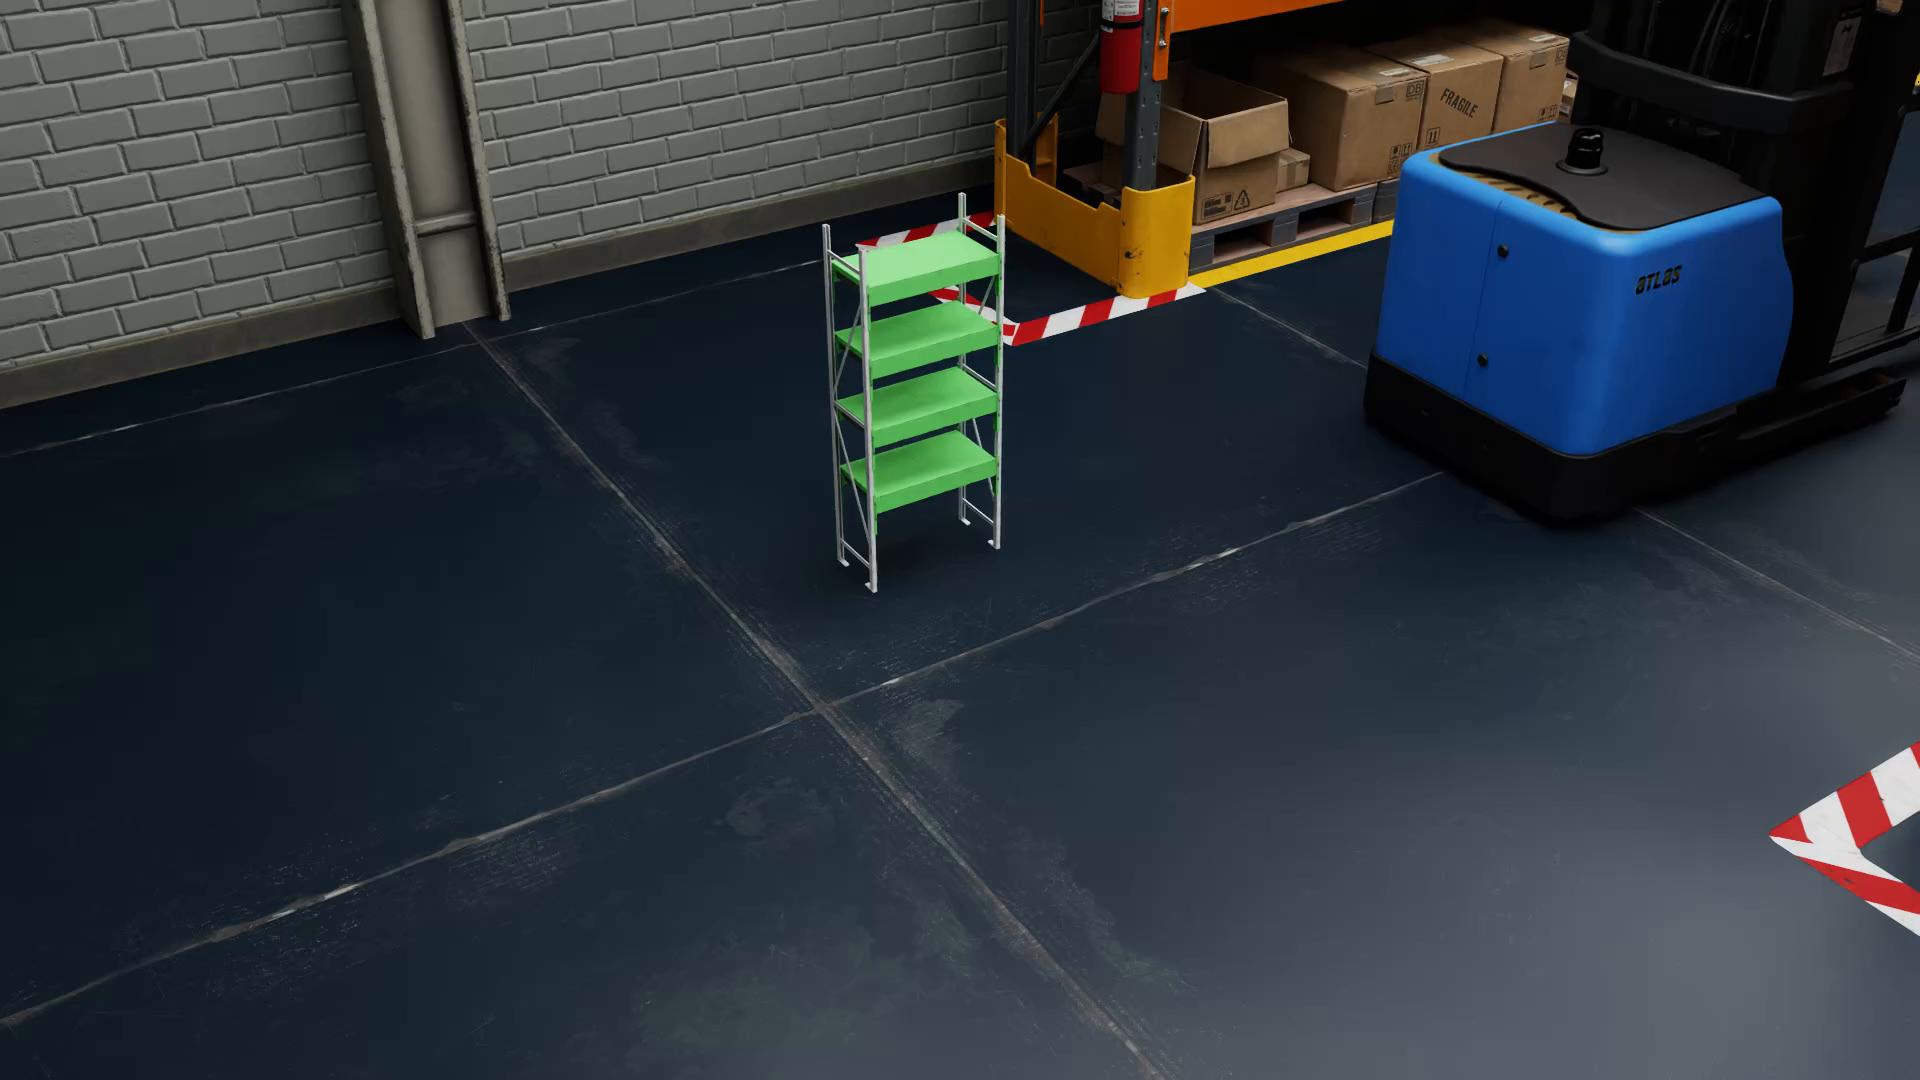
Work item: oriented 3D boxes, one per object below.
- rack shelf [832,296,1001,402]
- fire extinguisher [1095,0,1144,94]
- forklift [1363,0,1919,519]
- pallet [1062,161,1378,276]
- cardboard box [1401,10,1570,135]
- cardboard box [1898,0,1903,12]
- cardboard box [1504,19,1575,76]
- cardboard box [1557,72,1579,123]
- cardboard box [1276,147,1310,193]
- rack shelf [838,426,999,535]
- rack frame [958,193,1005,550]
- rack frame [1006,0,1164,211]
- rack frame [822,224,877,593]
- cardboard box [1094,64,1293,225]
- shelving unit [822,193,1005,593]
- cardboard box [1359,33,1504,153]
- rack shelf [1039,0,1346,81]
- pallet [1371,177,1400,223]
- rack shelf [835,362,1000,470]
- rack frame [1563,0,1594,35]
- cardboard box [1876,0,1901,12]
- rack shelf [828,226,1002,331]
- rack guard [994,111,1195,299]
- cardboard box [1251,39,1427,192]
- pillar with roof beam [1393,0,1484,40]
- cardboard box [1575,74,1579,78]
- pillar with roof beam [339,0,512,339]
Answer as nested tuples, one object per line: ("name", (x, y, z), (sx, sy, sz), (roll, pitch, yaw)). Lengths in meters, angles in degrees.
("rack shelf", (-0.139, -0.609, 5.260), (0.480, 0.148, 0.258), (-19, 37, -27))
("fire extinguisher", (0.667, -2.186, 6.826), (0.183, 0.674, 0.296), (-19, 37, -27))
("forklift", (3.085, -1.889, 5.998), (3.031, 2.935, 1.130), (-18, 36, -26))
("pallet", (1.274, -1.700, 8.247), (1.213, 0.211, 1.003), (-19, 37, -27))
("cardboard box", (2.718, -2.411, 8.710), (0.500, 0.500, 0.700), (-20, 38, -29))
("cardboard box", (5.734, -3.390, 10.262), (0.500, 0.500, 0.500), (-20, 38, -29))
("cardboard box", (3.219, -2.738, 9.406), (0.500, 0.311, 0.500), (-18, 36, -26))
("cardboard box", (3.293, -2.408, 8.925), (0.258, 0.266, 0.396), (-18, 36, -26))
("cardboard box", (1.484, -1.838, 8.131), (0.250, 0.149, 0.380), (-21, 38, -29))
("rack shelf", (-0.139, -0.203, 5.516), (0.480, 0.148, 0.258), (-19, 37, -27))
("rack frame", (0.066, -0.530, 5.466), (0.015, 1.200, 0.240), (-19, 37, -27))
("rack frame", (0.540, -2.627, 7.102), (0.127, 3.000, 1.000), (-19, 37, -27))
("rack frame", (-0.344, -0.389, 5.242), (0.015, 1.200, 0.240), (-19, 37, -27))
("cardboard box", (1.106, -1.883, 7.869), (0.637, 0.503, 0.797), (-21, 38, -29))
("shelving unit", (-0.139, -0.460, 5.354), (0.503, 1.200, 0.258), (-19, 37, -27))
("cardboard box", (2.344, -2.219, 8.405), (0.500, 0.500, 0.500), (-18, 37, -26))
("rack shelf", (2.221, -2.900, 8.211), (4.000, 0.370, 1.077), (-19, 37, -27))
("pallet", (2.298, -2.050, 8.803), (1.213, 0.211, 1.003), (-19, 37, -27))
("rack shelf", (-0.139, -0.406, 5.388), (0.480, 0.148, 0.258), (-19, 37, -27))
("rack frame", (3.902, -3.783, 8.935), (0.127, 3.000, 1.000), (-19, 37, -27))
("cardboard box", (5.295, -3.243, 10.028), (0.500, 0.500, 0.500), (-20, 37, -29))
("rack shelf", (-0.139, -0.812, 5.132), (0.480, 0.148, 0.258), (-19, 37, -27))
("rack guard", (0.604, -1.591, 7.804), (0.348, 0.500, 1.175), (-19, 37, -27))
("cardboard box", (1.845, -2.111, 8.234), (0.500, 0.500, 0.700), (-17, 36, -25))
("pillar with roof beam", (5.161, -4.593, 4.596), (0.400, 9.000, 9.100), (-19, 37, -27))
("cardboard box", (3.593, -2.462, 9.120), (0.250, 0.149, 0.380), (-20, 37, -29))
("pillar with roof beam", (0.118, -2.858, 1.846), (0.400, 9.000, 9.100), (-19, 37, -27))
